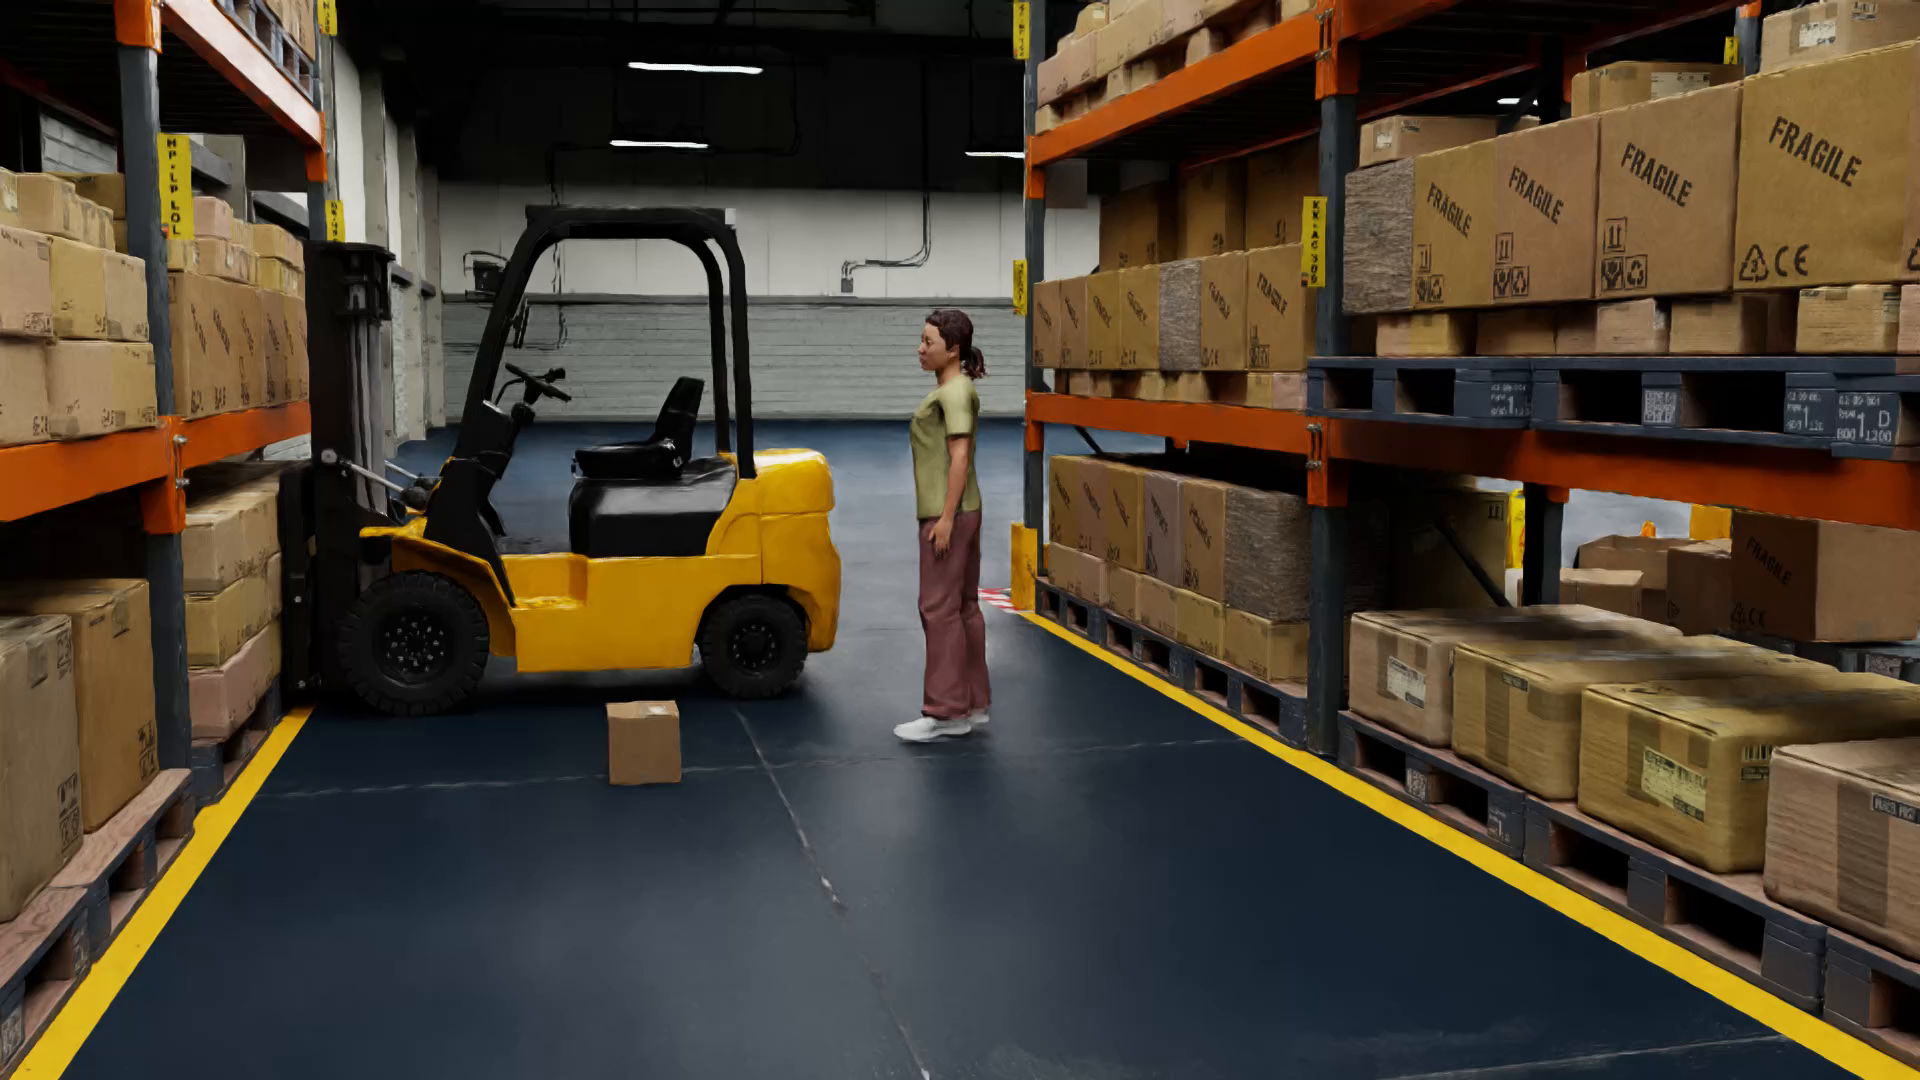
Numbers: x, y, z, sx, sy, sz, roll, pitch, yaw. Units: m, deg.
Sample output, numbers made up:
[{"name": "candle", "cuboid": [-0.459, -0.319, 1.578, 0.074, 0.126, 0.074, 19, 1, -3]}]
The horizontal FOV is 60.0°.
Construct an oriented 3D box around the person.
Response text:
[{"name": "person", "cuboid": [-0.063, -0.071, 6.615, 0.366, 1.679, 0.538, 1, 6, 5]}]
